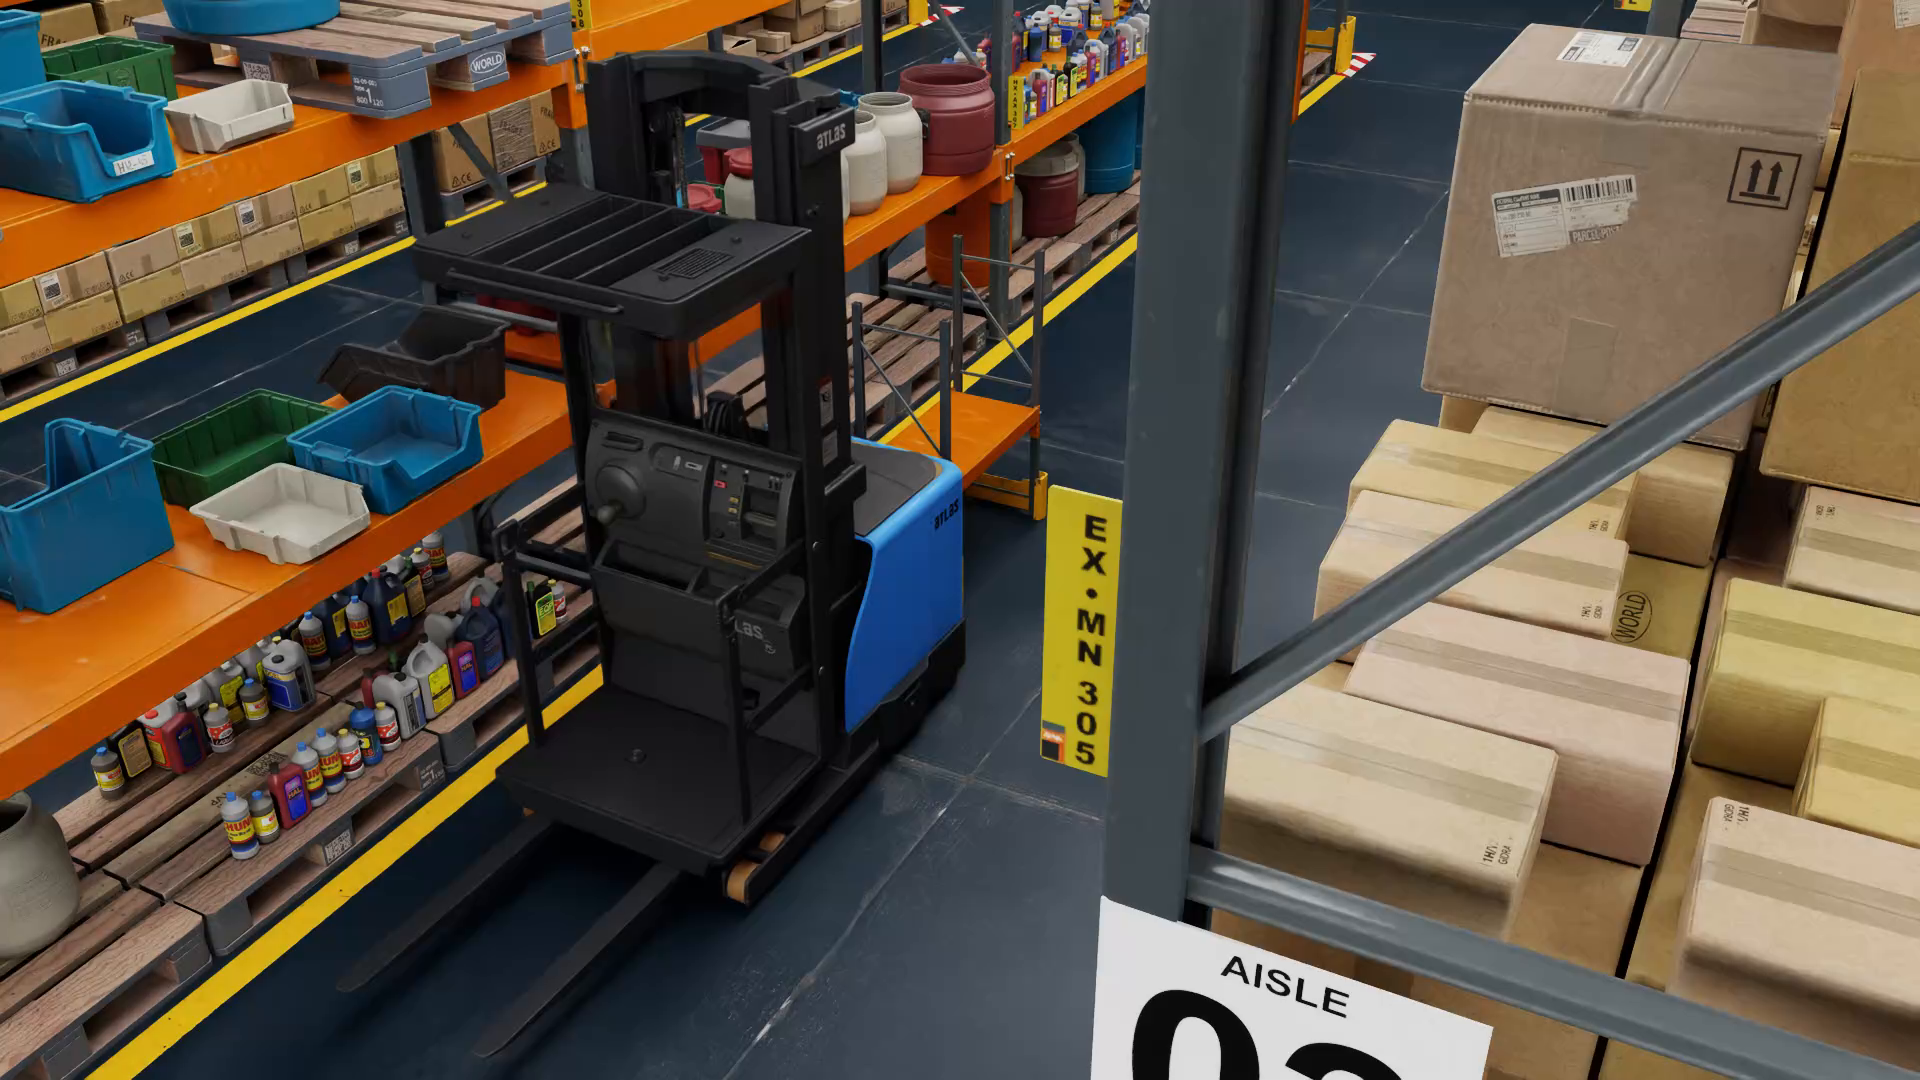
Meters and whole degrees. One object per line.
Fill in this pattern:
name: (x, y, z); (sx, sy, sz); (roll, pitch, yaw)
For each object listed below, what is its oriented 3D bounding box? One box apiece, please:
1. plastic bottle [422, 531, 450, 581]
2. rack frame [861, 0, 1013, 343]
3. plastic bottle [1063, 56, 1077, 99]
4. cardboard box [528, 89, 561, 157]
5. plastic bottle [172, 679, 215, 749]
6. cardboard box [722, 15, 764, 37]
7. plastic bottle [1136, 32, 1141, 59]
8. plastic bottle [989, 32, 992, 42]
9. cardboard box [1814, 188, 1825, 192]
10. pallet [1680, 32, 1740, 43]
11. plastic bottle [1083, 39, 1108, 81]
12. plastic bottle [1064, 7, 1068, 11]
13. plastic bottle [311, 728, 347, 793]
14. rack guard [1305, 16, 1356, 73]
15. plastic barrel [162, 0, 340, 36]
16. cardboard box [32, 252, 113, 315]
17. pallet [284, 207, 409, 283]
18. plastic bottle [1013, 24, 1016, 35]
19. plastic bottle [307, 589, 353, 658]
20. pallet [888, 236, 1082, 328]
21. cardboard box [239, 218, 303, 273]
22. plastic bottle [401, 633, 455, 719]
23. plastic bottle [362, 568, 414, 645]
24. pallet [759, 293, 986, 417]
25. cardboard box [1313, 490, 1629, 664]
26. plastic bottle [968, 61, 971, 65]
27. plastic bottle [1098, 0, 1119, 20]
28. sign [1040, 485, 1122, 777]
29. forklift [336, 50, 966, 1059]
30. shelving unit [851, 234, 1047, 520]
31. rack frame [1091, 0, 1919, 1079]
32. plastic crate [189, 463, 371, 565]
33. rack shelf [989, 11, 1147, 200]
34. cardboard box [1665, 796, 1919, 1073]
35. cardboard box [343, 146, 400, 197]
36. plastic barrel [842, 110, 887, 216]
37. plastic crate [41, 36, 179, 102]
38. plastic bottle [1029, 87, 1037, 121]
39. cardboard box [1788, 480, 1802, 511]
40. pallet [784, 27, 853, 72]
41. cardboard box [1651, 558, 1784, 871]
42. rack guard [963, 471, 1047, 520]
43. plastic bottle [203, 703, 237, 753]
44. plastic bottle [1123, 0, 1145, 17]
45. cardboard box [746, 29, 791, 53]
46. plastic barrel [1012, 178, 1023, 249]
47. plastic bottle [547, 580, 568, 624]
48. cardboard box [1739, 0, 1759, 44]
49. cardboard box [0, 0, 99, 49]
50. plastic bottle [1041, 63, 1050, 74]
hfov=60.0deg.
plastic bottle: (-2.507, 0.056, 7.938); (0.097, 0.271, 0.097); (0, 30, 0)
rack frame: (-0.149, -2.751, 10.529); (1.000, 3.000, 0.127); (14, 33, 23)
plastic bottle: (0.753, -3.176, 11.385); (0.061, 0.283, 0.133); (14, 33, 23)
cardboard box: (-3.629, -3.575, 14.032); (0.500, 0.500, 0.500); (14, 33, 23)
plastic bottle: (-3.145, 0.705, 6.804); (0.152, 0.276, 0.135); (13, 32, 22)
cardboard box: (-2.386, -5.324, 17.267); (0.500, 0.311, 0.500); (14, 33, 23)
plastic bottle: (1.295, -3.687, 12.359); (0.097, 0.201, 0.097); (0, 30, 0)
plastic bottle: (0.285, -3.574, 12.011); (0.144, 0.351, 0.185); (14, 33, 23)
cardboard box: (2.462, -0.829, 4.320); (0.500, 0.250, 0.500); (16, 33, 25)
pallet: (2.814, -1.323, 5.219); (1.213, 0.211, 1.003); (14, 33, 23)
plastic bottle: (0.967, -3.431, 11.837); (0.152, 0.276, 0.135); (14, 33, 23)
plastic bottle: (0.835, -4.069, 13.023); (0.097, 0.201, 0.097); (0, 30, 0)
plastic bottle: (-2.489, 0.858, 6.541); (0.097, 0.271, 0.097); (0, 30, 0)
rack guard: (3.494, -5.227, 17.351); (1.175, 0.500, 0.348); (14, 33, 23)
plastic barrel: (-2.520, -2.261, 5.738); (0.600, 0.901, 0.708); (14, 33, 23)
cardboard box: (-5.737, -1.684, 10.446); (0.500, 0.311, 0.500); (14, 33, 23)
pallet: (-4.967, -2.311, 12.563); (1.003, 0.211, 1.213); (14, 33, 23)
plastic bottle: (0.375, -3.611, 12.143); (0.061, 0.283, 0.133); (14, 33, 23)
plastic bottle: (-2.795, 0.327, 7.386); (0.144, 0.351, 0.185); (13, 32, 21)
pallet: (0.173, -1.901, 11.848); (1.003, 0.211, 1.213); (14, 33, 23)
cardboard box: (-5.043, -2.126, 11.780); (0.500, 0.250, 0.500); (15, 33, 24)
plastic bottle: (-2.243, 0.559, 6.983); (0.144, 0.351, 0.185); (14, 33, 23)
plastic bottle: (-2.580, 0.276, 7.475); (0.144, 0.351, 0.185); (14, 33, 23)
pallet: (-0.537, -1.207, 10.641); (1.003, 0.211, 1.213); (14, 33, 23)
cardboard box: (0.714, 0.081, 2.334); (0.380, 0.149, 0.250); (13, 32, 21)
plastic bottle: (0.051, -3.306, 11.695); (0.097, 0.201, 0.097); (0, 30, 0)
plastic bottle: (1.206, -4.403, 13.454); (0.144, 0.351, 0.185); (14, 33, 23)
sign: (0.131, 0.099, 1.664); (0.100, 0.325, 0.005); (14, 33, 23)
forklift: (-1.115, -0.142, 6.054); (1.130, 2.935, 3.031); (15, 33, 24)
shelving unit: (-0.035, -0.617, 8.318); (0.587, 1.500, 1.083); (14, 33, 23)
rack frame: (0.616, -0.683, 0.902); (1.000, 3.000, 0.127); (14, 33, 23)
plastic crate: (-2.486, -0.086, 6.153); (0.530, 0.136, 0.437); (14, 33, 23)
rack shelf: (0.762, -3.326, 12.252); (1.077, 0.370, 4.000); (14, 33, 23)
cardboard box: (0.947, 0.441, 1.709); (0.380, 0.149, 0.250); (14, 33, 23)
cardboard box: (-4.577, -2.821, 12.427); (0.500, 0.311, 0.500); (15, 33, 25)
plastic barrel: (-0.620, -2.108, 9.297); (0.421, 0.512, 0.421); (0, 30, 0)
plastic crate: (-2.933, -1.549, 5.636); (0.336, 0.188, 0.450); (14, 33, 23)
plastic bottle: (0.457, -2.872, 10.939); (0.097, 0.201, 0.097); (0, 30, 0)
cardboard box: (1.570, -0.128, 2.699); (0.380, 0.149, 0.250); (13, 32, 21)
pallet: (-1.867, -5.288, 17.746); (1.003, 0.211, 1.213); (14, 33, 23)
cardboard box: (1.295, 0.298, 2.357); (0.500, 0.250, 0.500); (14, 33, 22)
rack guard: (0.192, -0.295, 9.013); (0.587, 0.250, 0.087); (14, 33, 23)
plastic bottle: (-3.025, 0.757, 6.787); (0.097, 0.201, 0.097); (0, 30, 0)
plastic bottle: (1.333, -3.972, 12.704); (0.144, 0.351, 0.185); (14, 33, 23)
cardboard box: (-1.966, -5.135, 17.083); (0.380, 0.166, 0.250); (14, 33, 23)
plastic barrel: (0.236, -2.346, 11.899); (0.421, 0.512, 0.421); (0, 30, 0)
plastic bottle: (-1.859, 0.276, 7.625); (0.097, 0.201, 0.097); (0, 30, 0)
cardboard box: (2.777, -1.718, 5.431); (0.396, 0.266, 0.258); (16, 33, 25)
cardboard box: (-8.517, -4.545, 15.389); (0.750, 0.750, 0.750); (14, 33, 23)
plastic bottle: (0.569, -3.078, 11.227); (0.097, 0.271, 0.097); (0, 30, 0)
